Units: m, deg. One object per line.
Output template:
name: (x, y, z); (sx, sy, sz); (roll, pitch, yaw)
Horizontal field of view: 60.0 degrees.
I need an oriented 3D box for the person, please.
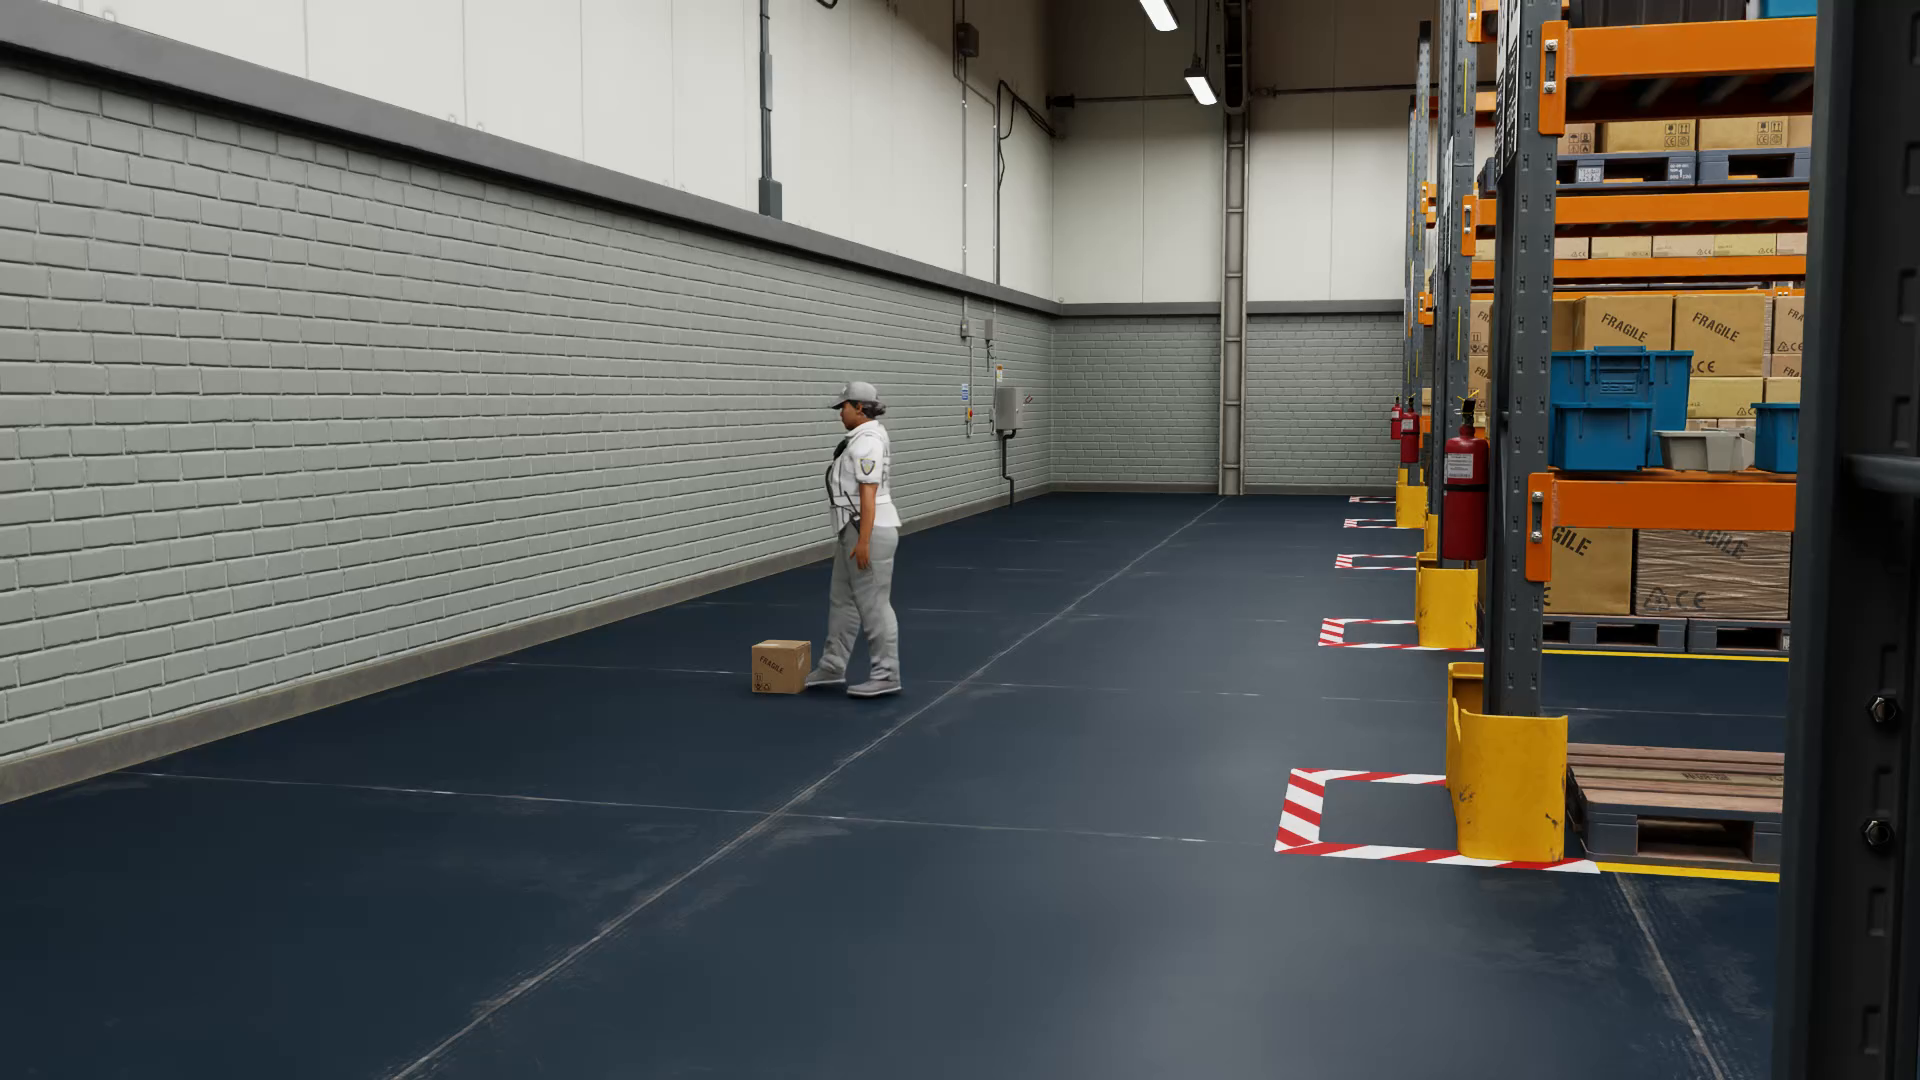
person: (-0.608, -0.014, 8.824); (0.597, 1.657, 0.509); (0, 5, -4)
